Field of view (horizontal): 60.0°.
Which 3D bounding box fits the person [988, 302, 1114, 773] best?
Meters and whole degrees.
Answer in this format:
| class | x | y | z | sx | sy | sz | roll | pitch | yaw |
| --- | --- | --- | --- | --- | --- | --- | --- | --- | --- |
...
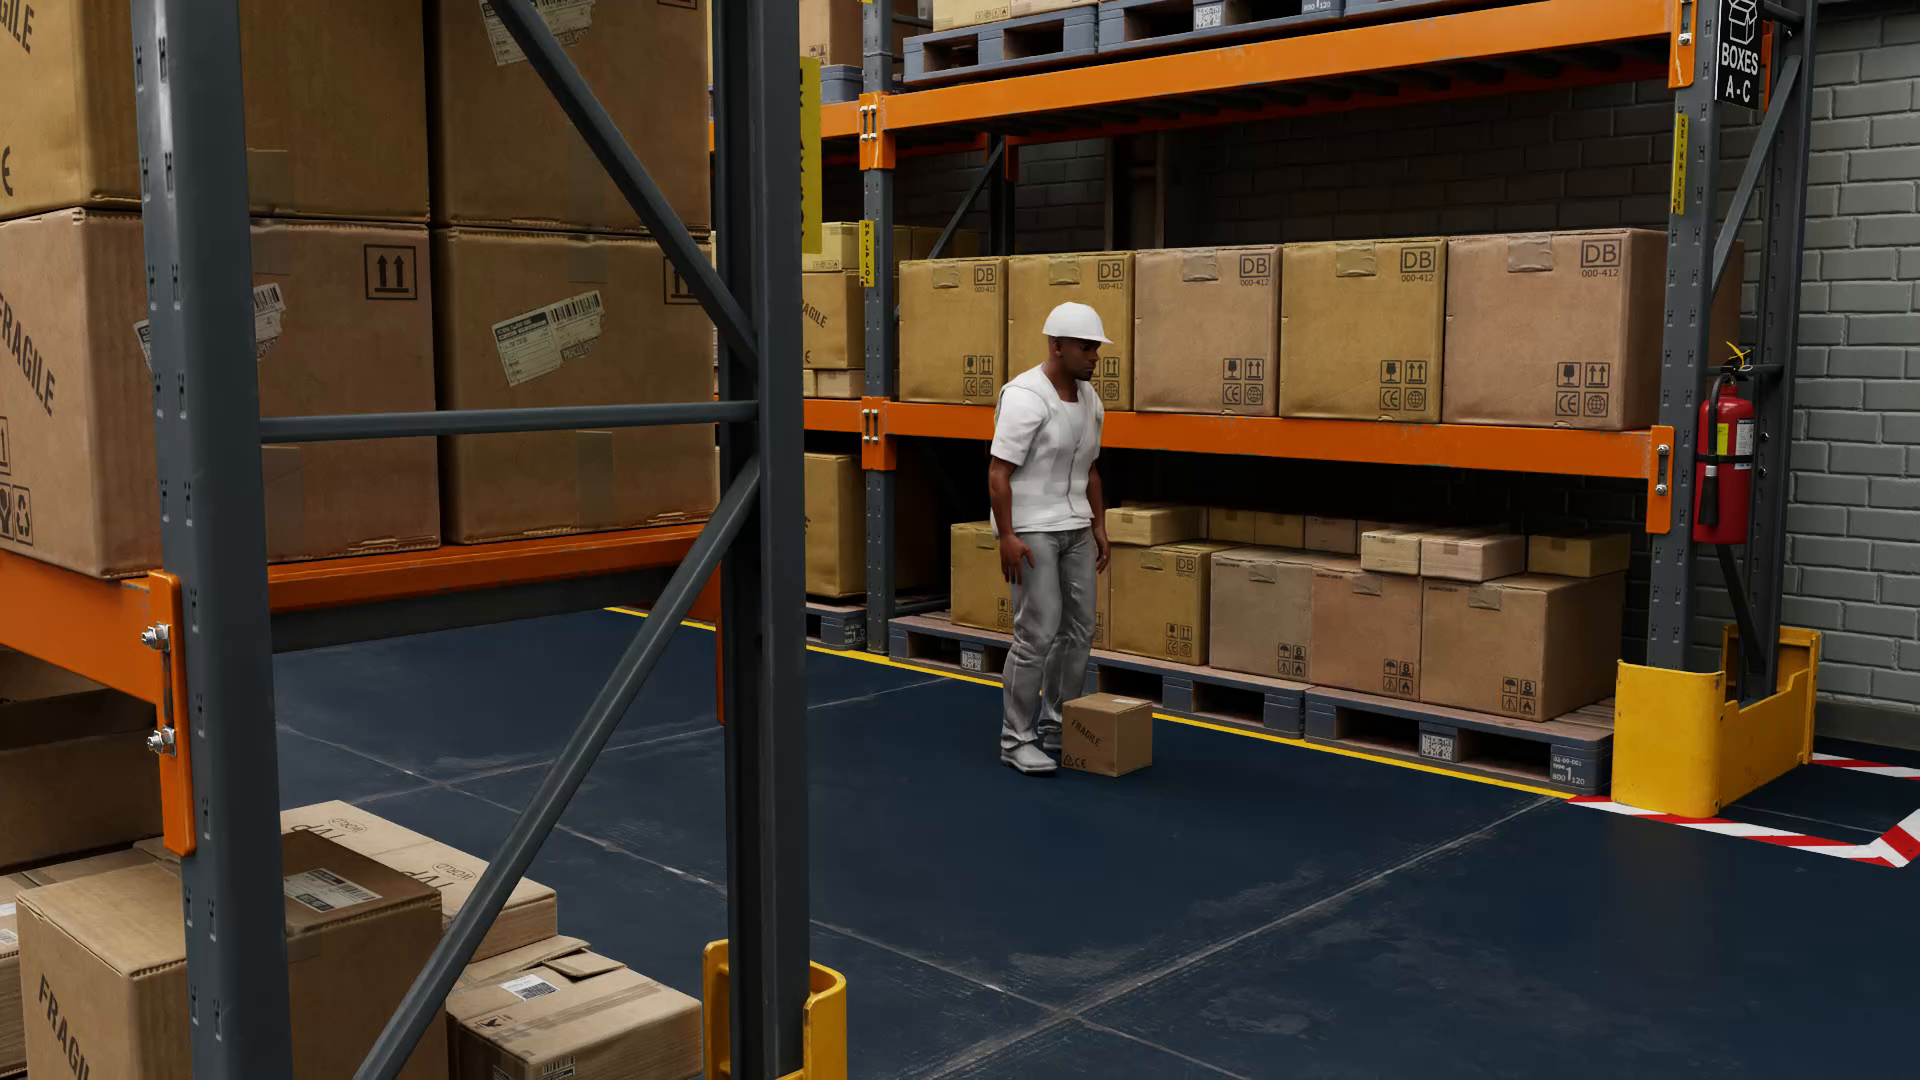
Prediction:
| class | x | y | z | sx | sy | sz | roll | pitch | yaw |
| --- | --- | --- | --- | --- | --- | --- | --- | --- | --- |
| person | 0.365 | -0.023 | 6.371 | 0.460 | 1.760 | 0.625 | 6 | 9 | 42 |
